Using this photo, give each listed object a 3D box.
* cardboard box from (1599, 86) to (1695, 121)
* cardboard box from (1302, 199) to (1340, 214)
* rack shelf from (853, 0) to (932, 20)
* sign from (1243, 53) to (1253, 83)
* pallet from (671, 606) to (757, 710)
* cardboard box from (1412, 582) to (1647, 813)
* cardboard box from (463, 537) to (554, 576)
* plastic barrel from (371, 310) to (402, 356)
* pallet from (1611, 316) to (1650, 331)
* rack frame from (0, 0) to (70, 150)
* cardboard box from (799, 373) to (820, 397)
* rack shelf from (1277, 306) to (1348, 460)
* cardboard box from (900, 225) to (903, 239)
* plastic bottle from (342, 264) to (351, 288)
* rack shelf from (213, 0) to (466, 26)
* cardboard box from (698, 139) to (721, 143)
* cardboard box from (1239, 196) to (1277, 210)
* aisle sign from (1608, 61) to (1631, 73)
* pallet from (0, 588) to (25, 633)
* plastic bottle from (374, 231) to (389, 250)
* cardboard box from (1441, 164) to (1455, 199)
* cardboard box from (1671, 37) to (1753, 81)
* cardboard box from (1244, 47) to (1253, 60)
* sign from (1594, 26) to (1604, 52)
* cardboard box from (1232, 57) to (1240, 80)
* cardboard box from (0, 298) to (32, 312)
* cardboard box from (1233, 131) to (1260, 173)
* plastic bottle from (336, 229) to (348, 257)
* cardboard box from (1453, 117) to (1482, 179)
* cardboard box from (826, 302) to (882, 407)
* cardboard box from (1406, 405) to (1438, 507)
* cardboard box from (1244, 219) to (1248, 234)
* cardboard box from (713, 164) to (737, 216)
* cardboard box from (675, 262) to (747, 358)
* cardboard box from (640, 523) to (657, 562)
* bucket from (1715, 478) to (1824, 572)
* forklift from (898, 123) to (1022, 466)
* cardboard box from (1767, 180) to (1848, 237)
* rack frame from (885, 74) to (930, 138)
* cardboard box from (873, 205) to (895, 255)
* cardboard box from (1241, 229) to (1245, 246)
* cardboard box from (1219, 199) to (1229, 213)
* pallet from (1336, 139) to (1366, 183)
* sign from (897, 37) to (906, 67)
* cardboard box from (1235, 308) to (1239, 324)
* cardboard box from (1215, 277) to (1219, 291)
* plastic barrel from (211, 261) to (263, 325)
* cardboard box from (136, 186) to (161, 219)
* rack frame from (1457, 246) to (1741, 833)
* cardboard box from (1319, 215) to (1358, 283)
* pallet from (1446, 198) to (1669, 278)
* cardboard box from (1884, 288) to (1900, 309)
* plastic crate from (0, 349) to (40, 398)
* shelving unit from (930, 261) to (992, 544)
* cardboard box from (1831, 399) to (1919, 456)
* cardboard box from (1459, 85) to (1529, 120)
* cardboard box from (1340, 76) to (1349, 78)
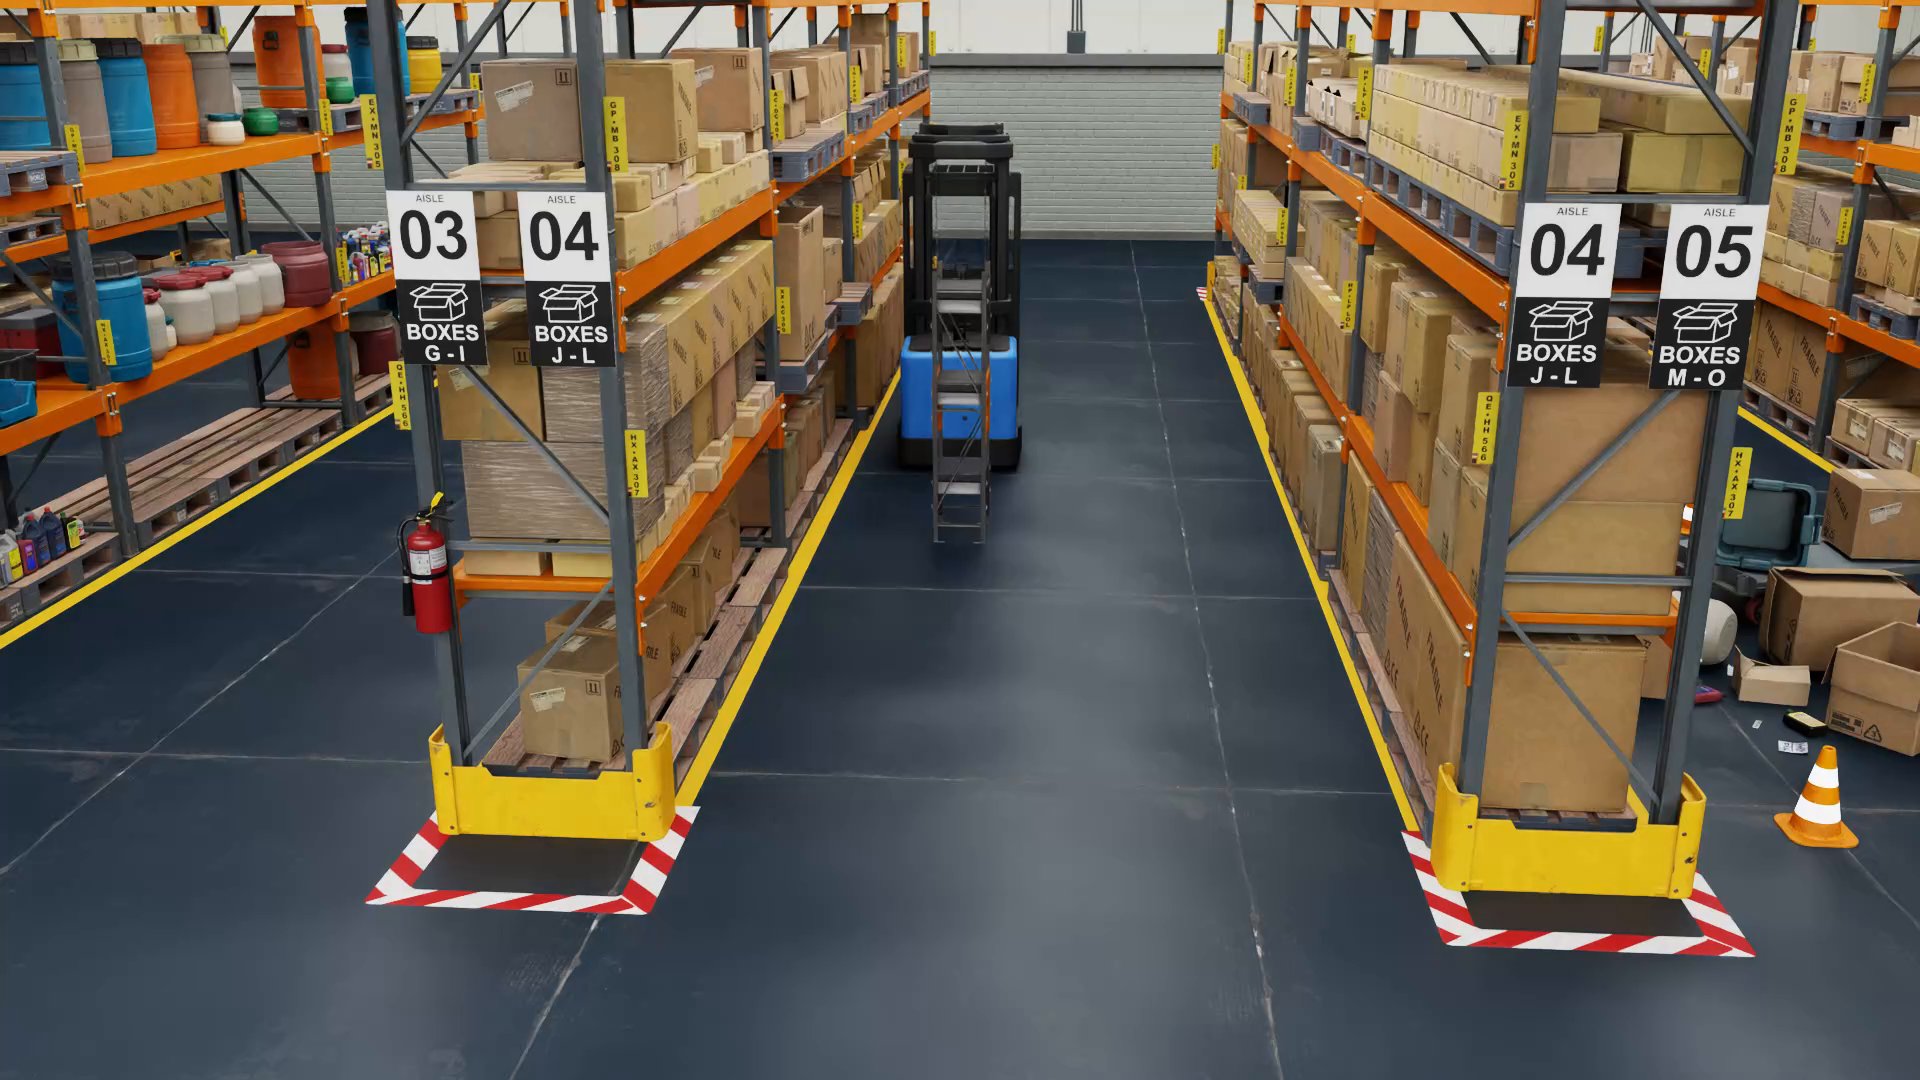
[{"bbox_3d":[3.273,-2.081,7.927,0.380,0.149,0.250,1,18,4],"label":"cardboard box"},{"bbox_3d":[3.845,-3.532,17.658,0.380,0.149,0.250,1,18,4],"label":"cardboard box"},{"bbox_3d":[-1.060,-6.626,20.489,1.077,0.370,4.000,1,18,4],"label":"rack shelf"},{"bbox_3d":[3.195,-5.224,18.402,0.100,0.325,0.005,1,18,4],"label":"sign"},{"bbox_3d":[-1.875,0.714,10.406,1.003,0.211,1.213,1,18,4],"label":"pallet"},{"bbox_3d":[2.859,0.782,8.458,0.875,0.875,0.875,1,18,4],"label":"cardboard box"},{"bbox_3d":[-2.249,0.068,8.302,0.380,0.149,0.250,1,18,4],"label":"cardboard box"},{"bbox_3d":[-6.380,-2.251,18.298,0.421,0.512,0.421,0,18,0],"label":"plastic barrel"},{"bbox_3d":[8.898,-2.753,20.987,1.003,0.211,1.213,1,18,4],"label":"pallet"},{"bbox_3d":[-6.717,-4.162,11.174,1.000,3.000,0.127,1,18,4],"label":"rack frame"},{"bbox_3d":[-1.536,-1.447,14.625,0.500,0.250,0.500,3,18,10],"label":"cardboard box"},{"bbox_3d":[3.306,-1.338,13.344,1.077,0.370,4.000,1,18,4],"label":"rack shelf"},{"bbox_3d":[-0.850,-3.651,19.650,0.380,0.149,0.250,1,18,4],"label":"cardboard box"},{"bbox_3d":[-6.077,-2.622,16.307,0.152,0.276,0.135,1,18,4],"label":"plastic bottle"},{"bbox_3d":[-6.287,-5.494,17.035,1.077,0.370,4.000,1,18,4],"label":"rack shelf"},{"bbox_3d":[-1.640,-2.311,9.943,0.380,0.149,0.250,2,18,6],"label":"cardboard box"},{"bbox_3d":[3.215,-3.628,17.951,0.380,0.149,0.250,1,18,4],"label":"cardboard box"},{"bbox_3d":[8.684,-5.971,22.153,0.394,0.787,0.004,1,18,4],"label":"aisle sign"},{"bbox_3d":[-6.892,0.601,10.749,1.003,0.211,1.213,1,18,4],"label":"pallet"},{"bbox_3d":[-6.124,-3.099,17.643,0.144,0.351,0.185,1,18,4],"label":"plastic bottle"},{"bbox_3d":[2.635,-1.797,8.340,0.380,0.149,0.250,1,18,3],"label":"cardboard box"},{"bbox_3d":[8.746,-5.605,19.394,0.797,0.503,0.637,3,18,8],"label":"cardboard box"},{"bbox_3d":[3.471,-5.587,19.137,0.380,0.149,0.250,1,18,4],"label":"cardboard box"},{"bbox_3d":[8.415,-6.599,21.897,0.100,0.325,0.005,1,18,4],"label":"sign"},{"bbox_3d":[3.613,-5.771,20.338,0.500,0.250,0.500,1,18,2],"label":"cardboard box"},{"bbox_3d":[-10.914,-2.460,18.922,0.500,0.500,0.500,2,18,5],"label":"cardboard box"},{"bbox_3d":[3.583,-4.679,20.140,0.500,0.500,0.500,2,18,5],"label":"cardboard box"},{"bbox_3d":[-6.669,-3.168,17.852,0.144,0.351,0.185,1,18,4],"label":"plastic bottle"},{"bbox_3d":[2.669,-1.873,7.931,0.500,0.250,0.500,1,18,4],"label":"cardboard box"},{"bbox_3d":[-1.420,-1.847,16.480,1.225,0.875,0.875,0,18,1],"label":"cardboard box"},{"bbox_3d":[3.037,-0.512,9.427,0.875,0.550,0.500,1,18,4],"label":"cardboard box"},{"bbox_3d":[3.160,-3.245,17.261,0.380,0.149,0.250,1,18,3],"label":"cardboard box"},{"bbox_3d":[-1.628,-2.087,9.899,0.500,0.250,0.500,1,18,4],"label":"cardboard box"},{"bbox_3d":[-1.606,-1.408,10.160,0.500,0.500,0.500,1,18,4],"label":"cardboard box"},{"bbox_3d":[-1.768,0.000,8.508,0.380,0.149,0.250,1,18,4],"label":"cardboard box"},{"bbox_3d":[5.453,-0.132,11.324,0.726,0.611,0.620,8,10,23],"label":"bucket"},{"bbox_3d":[0.024,-2.456,15.711,1.130,2.935,3.031,0,18,1],"label":"forklift"},{"bbox_3d":[8.241,-3.225,16.180,0.500,0.500,0.500,1,18,4],"label":"cardboard box"},{"bbox_3d":[-0.917,-4.928,23.145,1.000,3.000,0.127,1,18,4],"label":"rack frame"},{"bbox_3d":[-1.007,-3.428,18.407,0.500,0.500,0.500,2,18,6],"label":"cardboard box"},{"bbox_3d":[3.177,-3.191,17.572,0.380,0.149,0.250,0,18,1],"label":"cardboard box"},{"bbox_3d":[3.623,-4.411,21.970,0.380,0.149,0.250,1,18,2],"label":"cardboard box"},{"bbox_3d":[3.180,-2.679,11.772,0.805,0.209,1.217,1,18,2],"label":"pallet"},{"bbox_3d":[-0.662,-5.497,18.729,0.100,0.325,0.005,1,18,4],"label":"sign"},{"bbox_3d":[3.442,-2.634,19.572,0.380,0.149,0.250,2,18,5],"label":"cardboard box"},{"bbox_3d":[3.666,-3.475,22.615,0.380,0.149,0.250,2,18,5],"label":"cardboard box"},{"bbox_3d":[-6.321,-2.152,14.493,0.421,0.512,0.421,0,18,0],"label":"plastic barrel"},{"bbox_3d":[-10.704,-4.422,21.440,0.500,0.500,0.500,1,18,4],"label":"cardboard box"},{"bbox_3d":[2.876,0.184,7.545,1.000,3.000,0.127,1,18,4],"label":"rack frame"},{"bbox_3d":[3.338,-2.368,13.566,0.700,0.500,0.500,1,18,3],"label":"cardboard box"},{"bbox_3d":[2.919,-1.430,7.796,1.003,0.211,1.213,1,18,4],"label":"pallet"},{"bbox_3d":[8.066,-2.034,14.043,0.380,0.149,0.250,0,18,0],"label":"cardboard box"},{"bbox_3d":[-6.882,-1.122,11.630,0.767,0.338,0.504,1,18,4],"label":"plastic crate"},{"bbox_3d":[0.012,-1.049,12.753,0.431,2.100,0.503,1,18,4],"label":"shelving unit"},{"bbox_3d":[8.344,-0.997,14.696,0.950,0.372,0.625,0,18,0],"label":"cardboard box"},{"bbox_3d":[2.617,-2.098,7.980,0.380,0.149,0.250,2,18,5],"label":"cardboard box"},{"bbox_3d":[3.785,-4.101,15.643,0.500,0.500,0.500,1,18,4],"label":"cardboard box"}]
